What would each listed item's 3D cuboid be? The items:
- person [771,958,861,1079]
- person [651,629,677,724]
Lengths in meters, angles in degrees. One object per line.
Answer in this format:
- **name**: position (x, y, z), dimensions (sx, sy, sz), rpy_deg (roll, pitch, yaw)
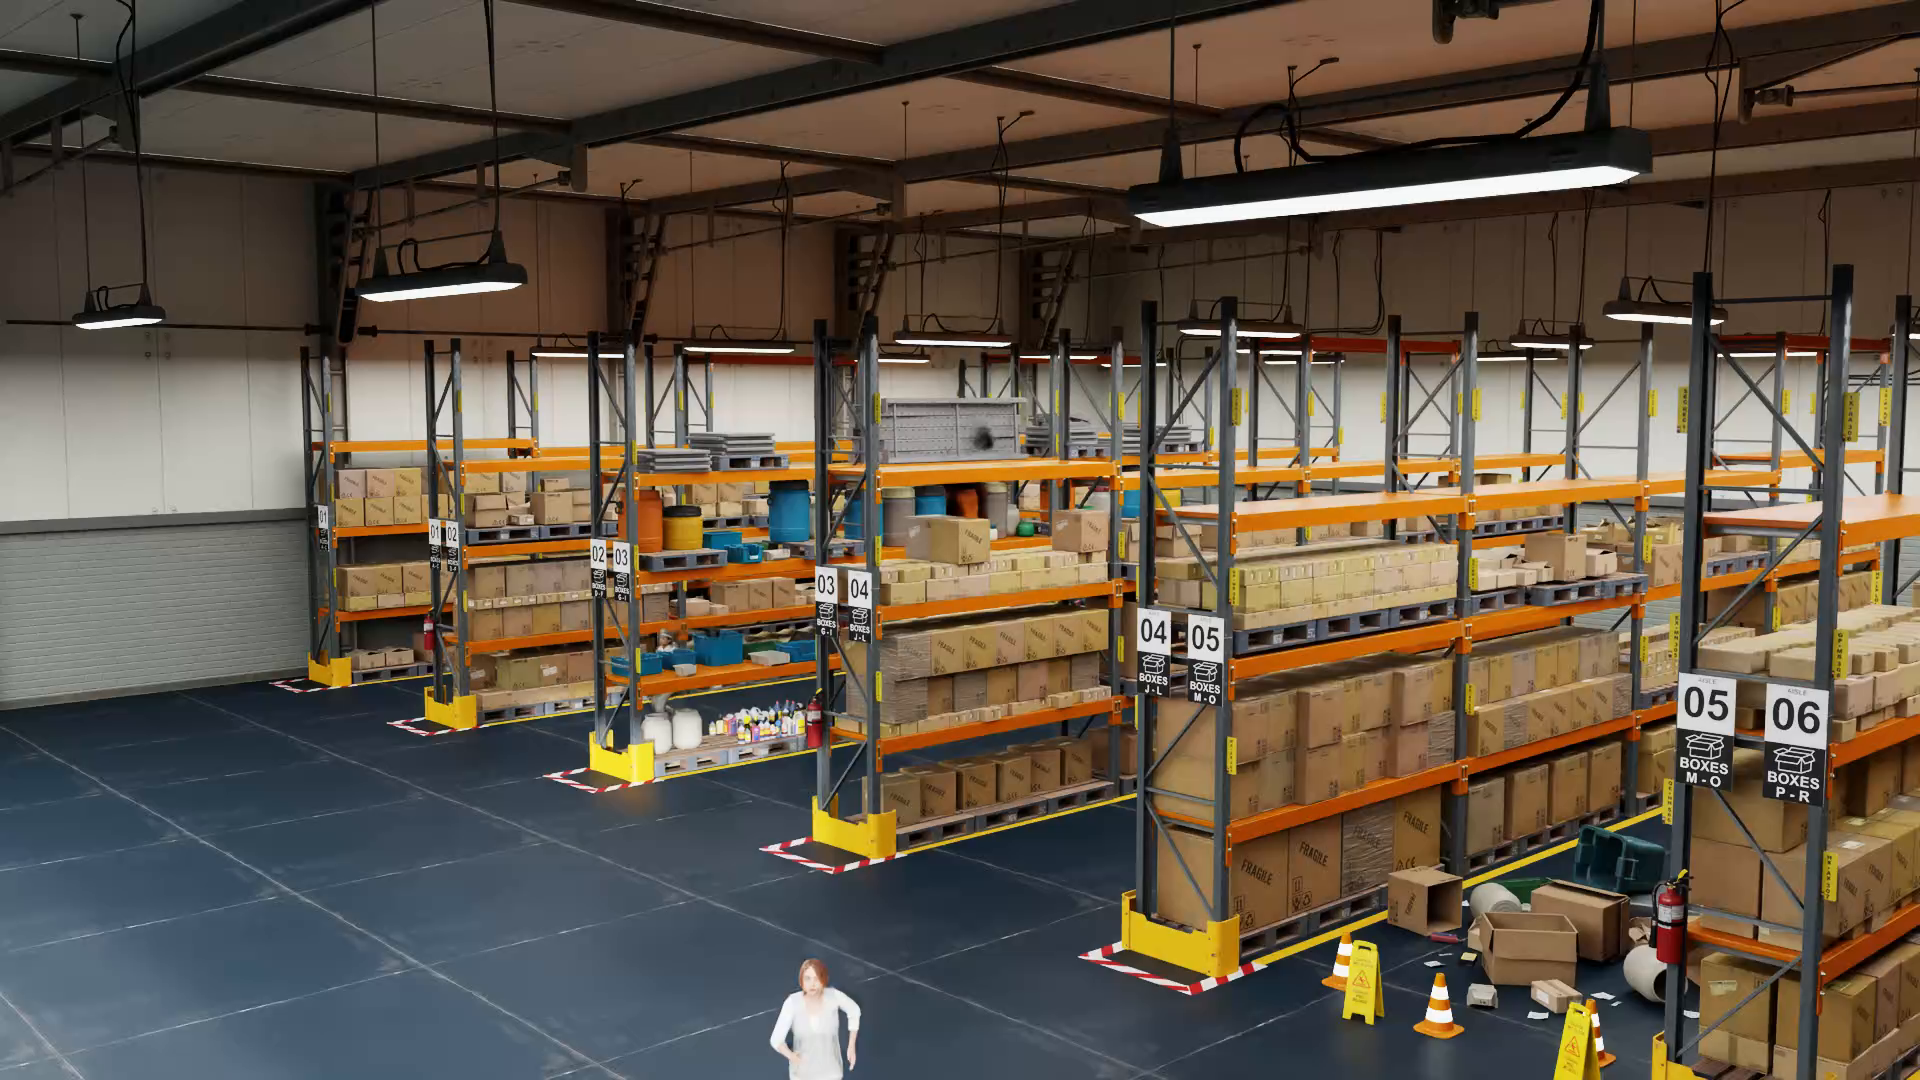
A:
- **person**: position (-0.919, 3.450, 10.645), dimensions (0.569, 1.641, 0.826), rpy_deg (0, 5, -3)
- **person**: position (-4.395, 2.143, 24.969), dimensions (0.620, 1.650, 0.652), rpy_deg (3, 6, 35)
